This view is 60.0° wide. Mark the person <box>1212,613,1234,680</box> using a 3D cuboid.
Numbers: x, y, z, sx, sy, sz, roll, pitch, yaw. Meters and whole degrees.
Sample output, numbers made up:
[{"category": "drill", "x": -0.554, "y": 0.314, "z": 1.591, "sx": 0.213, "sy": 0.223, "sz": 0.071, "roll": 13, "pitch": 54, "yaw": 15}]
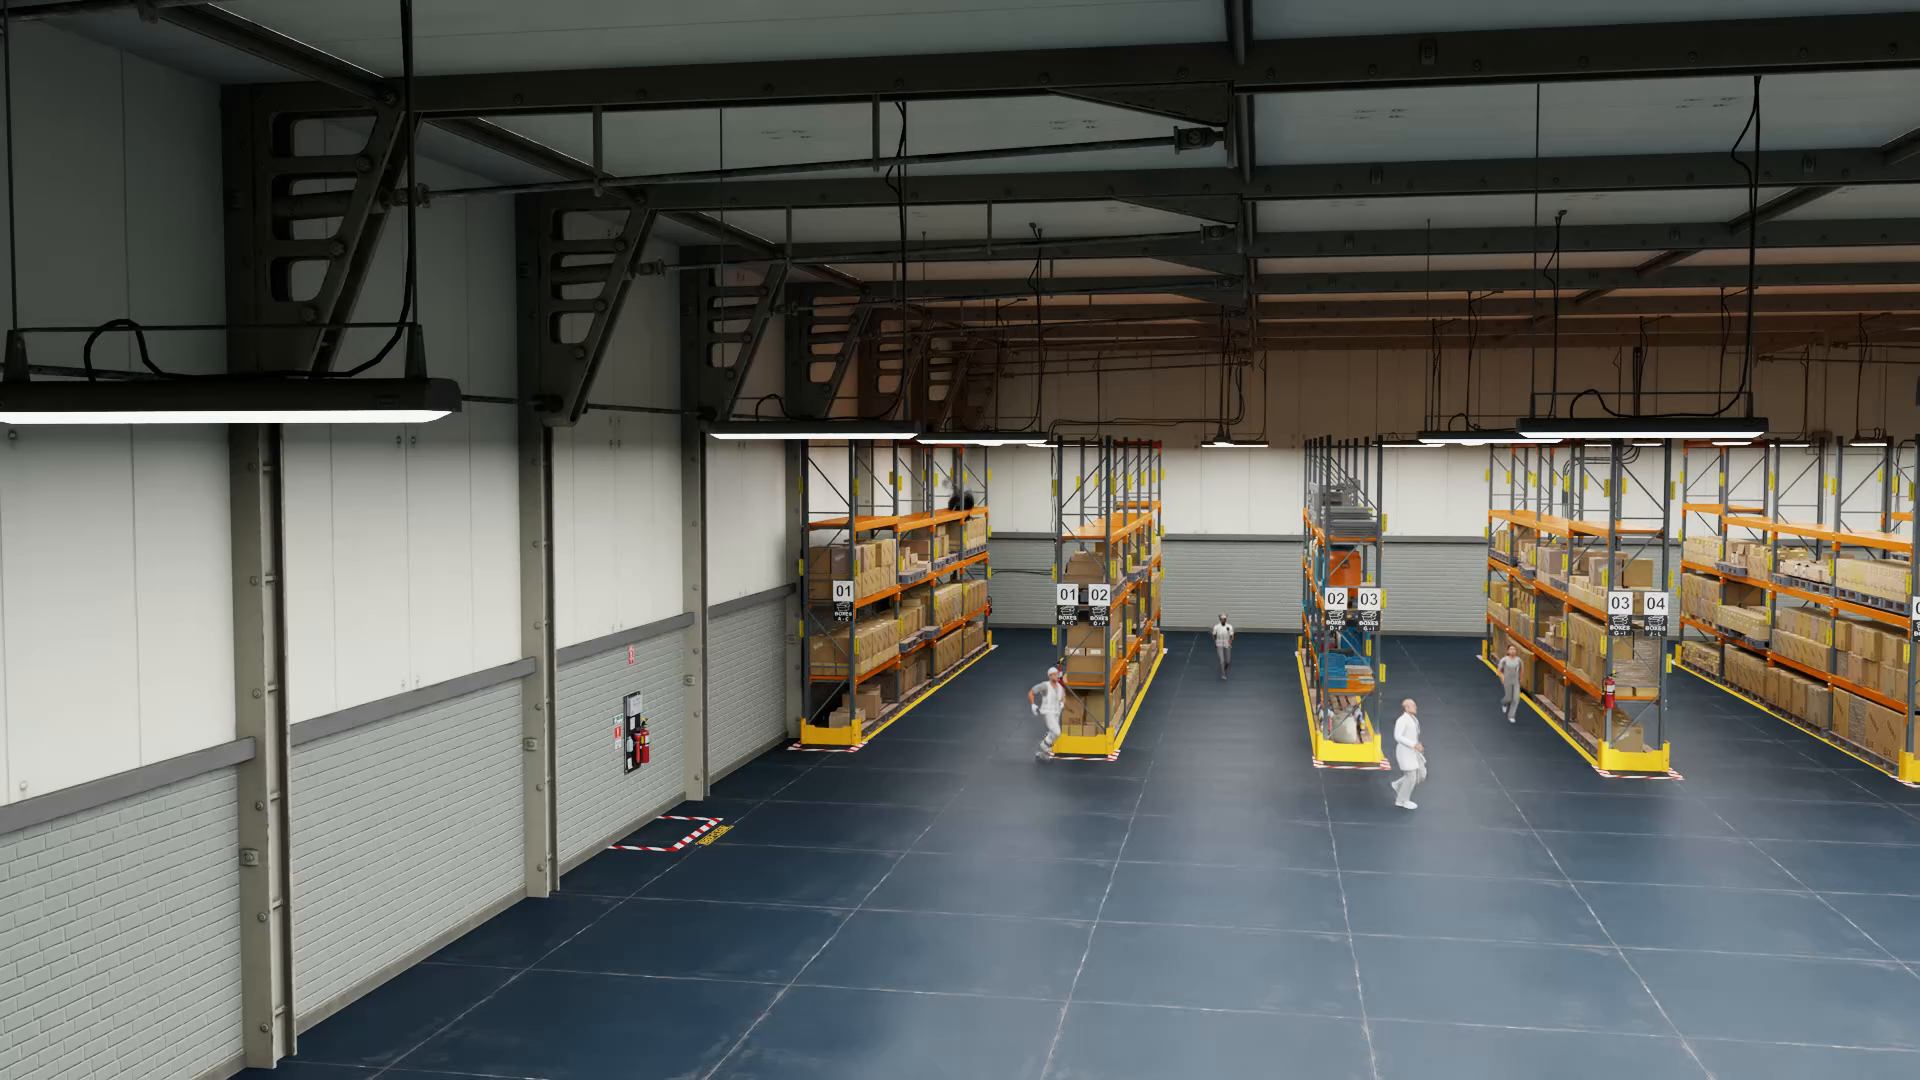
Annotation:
[{"category": "person", "x": 6.572, "y": 2.650, "z": 41.569, "sx": 0.562, "sy": 1.649, "sz": 0.581, "roll": 0, "pitch": 3, "yaw": 4}]

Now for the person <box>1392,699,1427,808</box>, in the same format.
[{"category": "person", "x": 7.169, "y": 3.412, "z": 26.574, "sx": 0.630, "sy": 1.743, "sz": 0.716, "roll": 2, "pitch": 4, "yaw": 37}]

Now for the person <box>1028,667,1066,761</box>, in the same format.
[{"category": "person", "x": 1.664, "y": 3.194, "z": 30.433, "sx": 0.706, "sy": 1.722, "sz": 0.637, "roll": -3, "pitch": 4, "yaw": -44}]

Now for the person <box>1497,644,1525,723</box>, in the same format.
[{"category": "person", "x": 11.657, "y": 3.013, "z": 35.179, "sx": 0.572, "sy": 1.631, "sz": 0.633, "roll": 0, "pitch": 3, "yaw": 3}]
